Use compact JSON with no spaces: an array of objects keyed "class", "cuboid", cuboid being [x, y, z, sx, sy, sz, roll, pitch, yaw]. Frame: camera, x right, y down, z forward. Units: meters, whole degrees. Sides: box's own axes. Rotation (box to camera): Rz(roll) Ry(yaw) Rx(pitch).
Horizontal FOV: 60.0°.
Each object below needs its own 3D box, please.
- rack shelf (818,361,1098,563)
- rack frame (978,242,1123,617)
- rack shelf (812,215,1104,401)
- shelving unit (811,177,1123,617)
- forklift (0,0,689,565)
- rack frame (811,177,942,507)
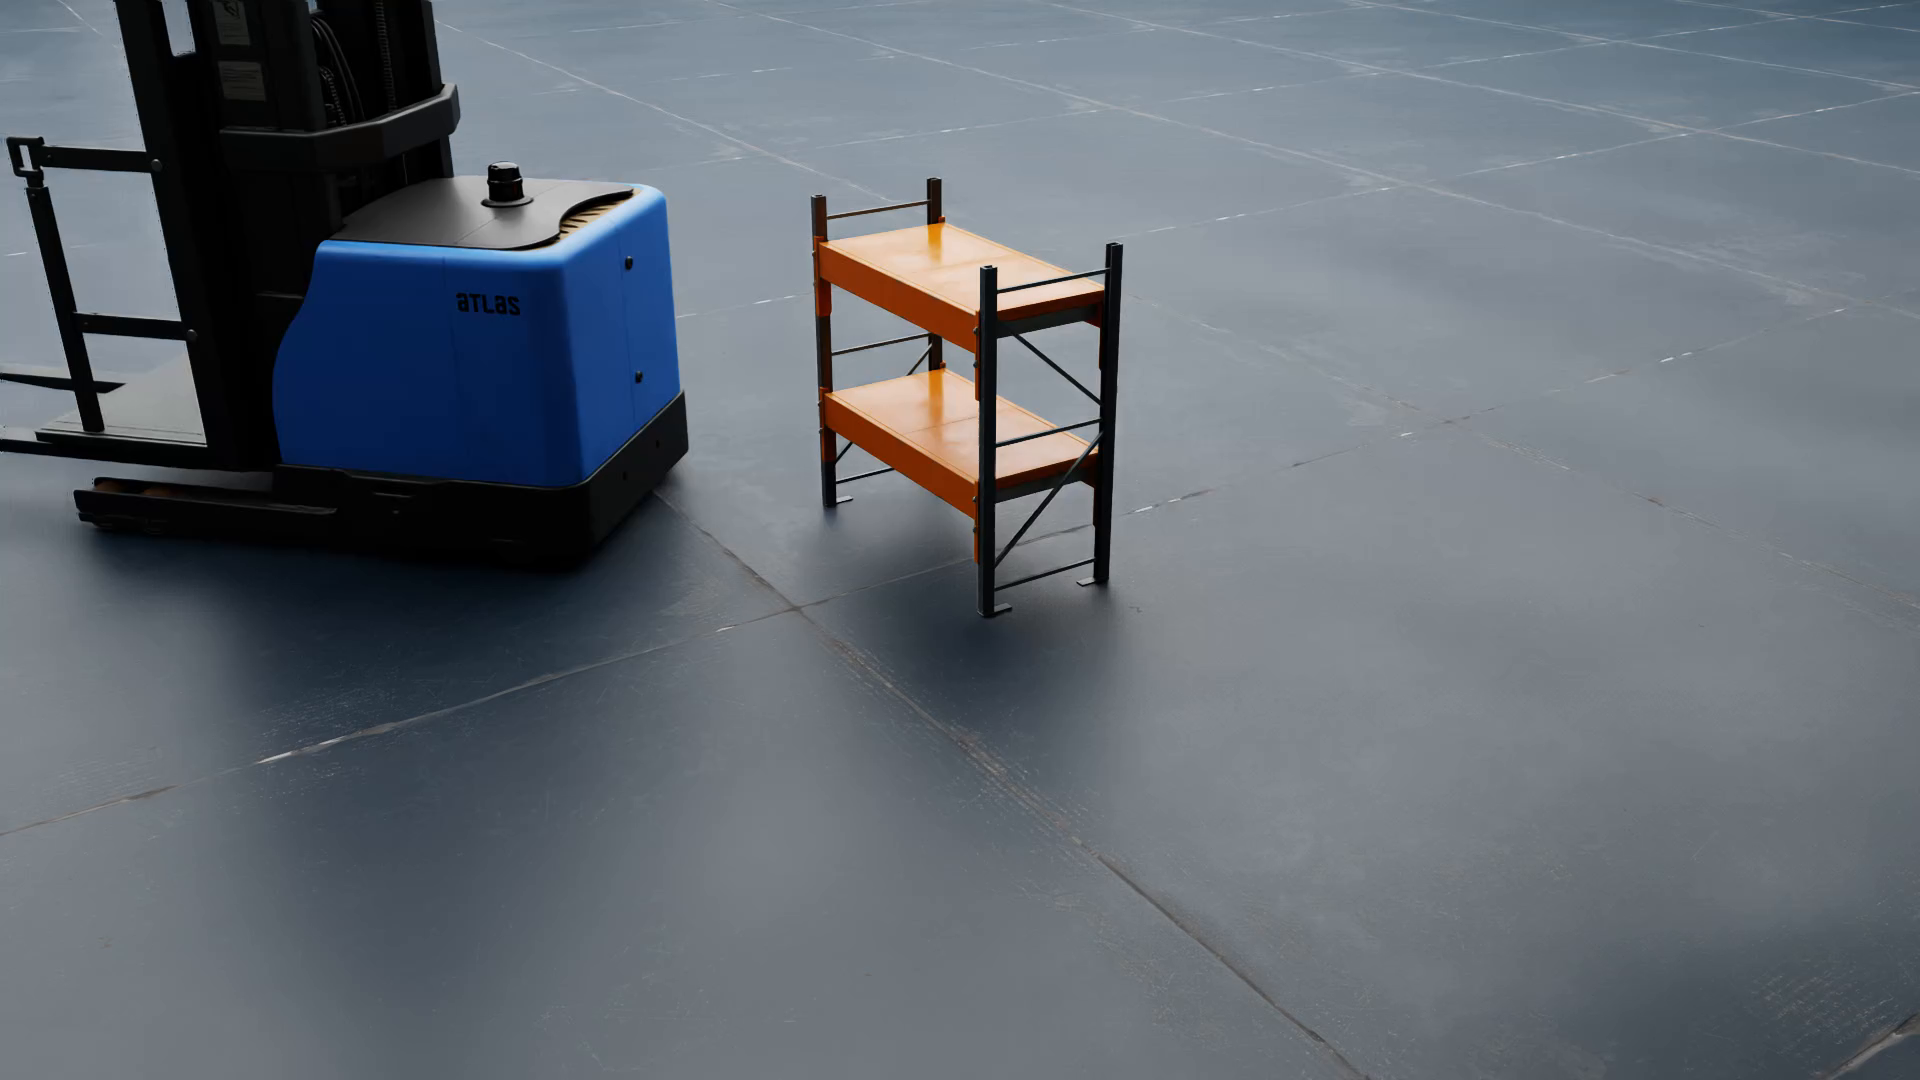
[{"class":"rack shelf","cuboid":[-0.004,-0.290,5.619,0.538,0.278,1.000,-16,29,-30]},{"class":"rack frame","cuboid":[0.274,-0.329,5.130,0.500,1.125,0.032,-16,29,-30]},{"class":"rack shelf","cuboid":[-0.004,-0.776,5.390,0.538,0.278,1.000,-16,29,-30]},{"class":"shelving unit","cuboid":[-0.004,-0.511,5.515,0.538,1.125,1.048,-16,29,-30]},{"class":"forklift","cuboid":[-2.600,-1.556,5.612,3.031,2.935,1.130,5,26,11]},{"class":"rack frame","cuboid":[-0.281,-0.693,5.900,0.500,1.125,0.032,-16,29,-30]}]
